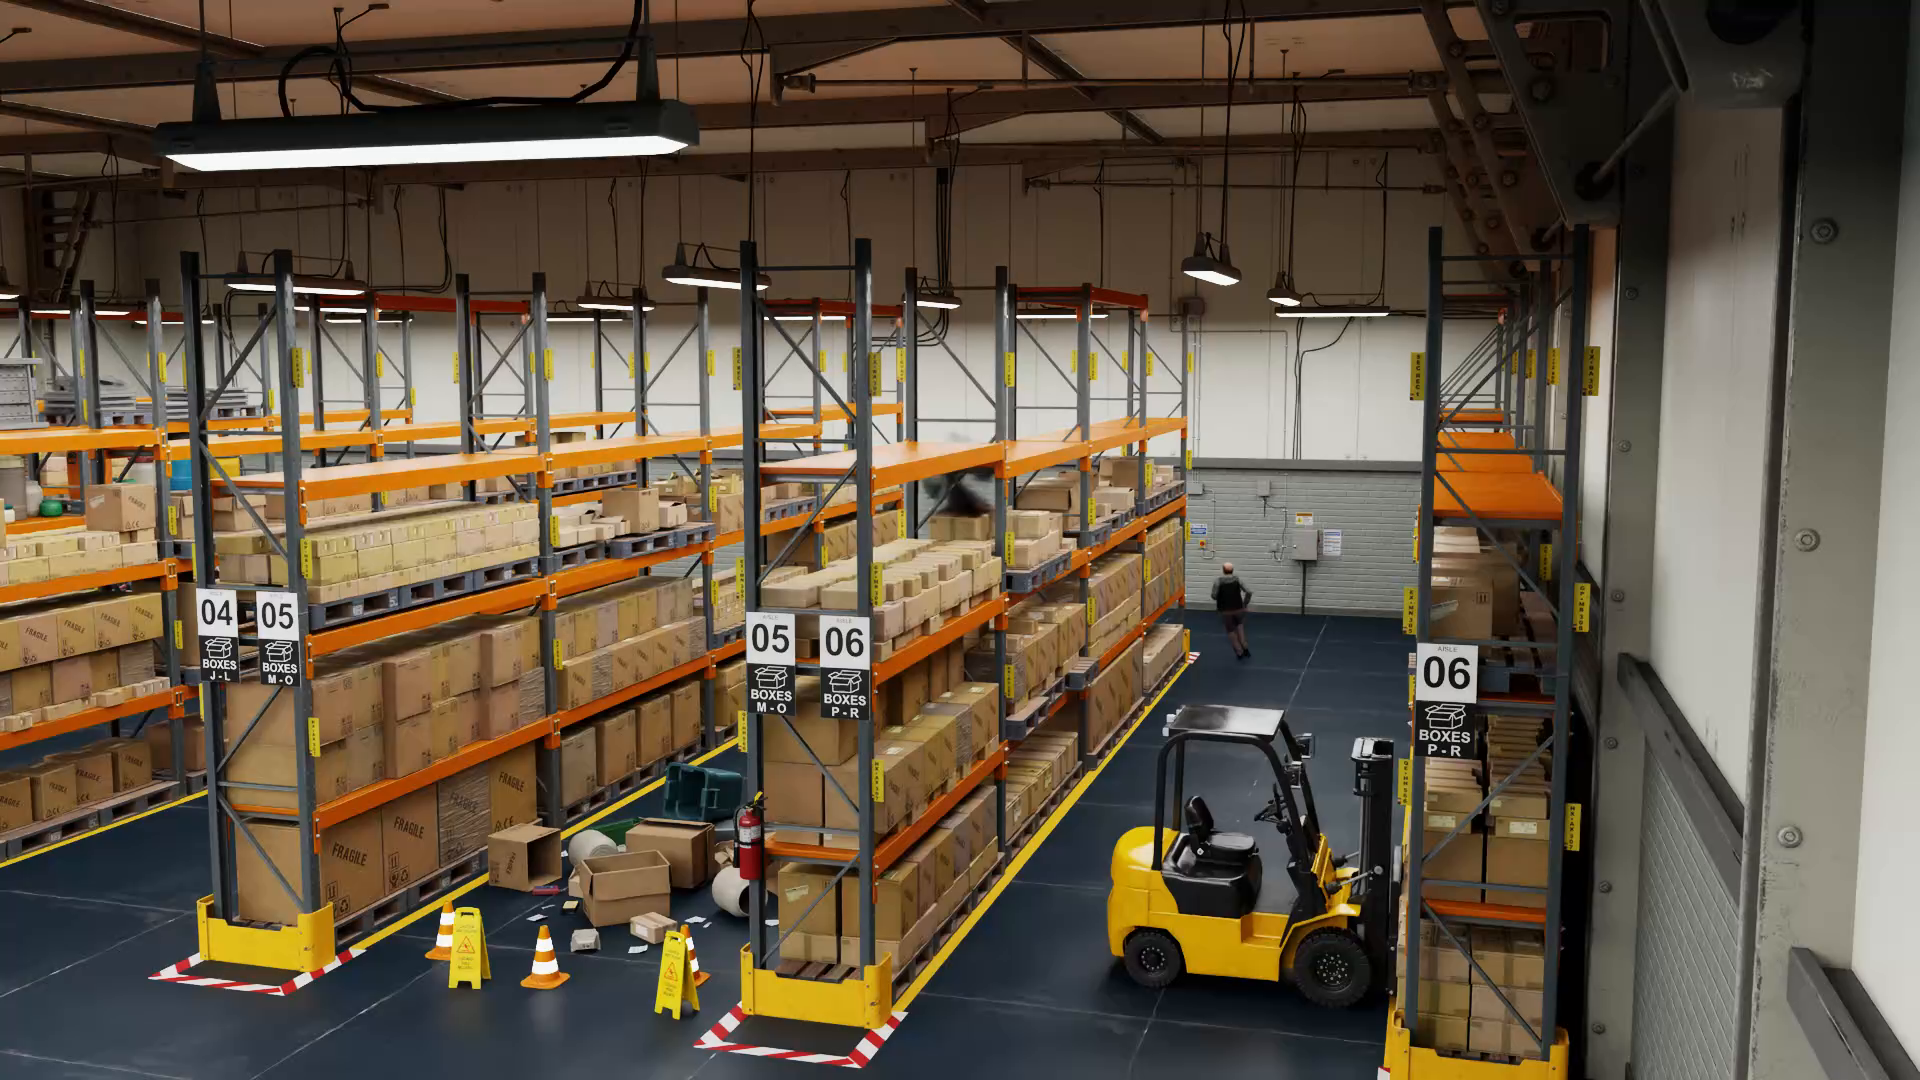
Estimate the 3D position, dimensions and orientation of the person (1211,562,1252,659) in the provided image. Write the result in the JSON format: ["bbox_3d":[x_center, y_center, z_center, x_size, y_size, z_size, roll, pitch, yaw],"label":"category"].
[{"bbox_3d":[4.624,1.202,28.335,0.746,1.689,0.606,0,6,-2],"label":"person"}]
